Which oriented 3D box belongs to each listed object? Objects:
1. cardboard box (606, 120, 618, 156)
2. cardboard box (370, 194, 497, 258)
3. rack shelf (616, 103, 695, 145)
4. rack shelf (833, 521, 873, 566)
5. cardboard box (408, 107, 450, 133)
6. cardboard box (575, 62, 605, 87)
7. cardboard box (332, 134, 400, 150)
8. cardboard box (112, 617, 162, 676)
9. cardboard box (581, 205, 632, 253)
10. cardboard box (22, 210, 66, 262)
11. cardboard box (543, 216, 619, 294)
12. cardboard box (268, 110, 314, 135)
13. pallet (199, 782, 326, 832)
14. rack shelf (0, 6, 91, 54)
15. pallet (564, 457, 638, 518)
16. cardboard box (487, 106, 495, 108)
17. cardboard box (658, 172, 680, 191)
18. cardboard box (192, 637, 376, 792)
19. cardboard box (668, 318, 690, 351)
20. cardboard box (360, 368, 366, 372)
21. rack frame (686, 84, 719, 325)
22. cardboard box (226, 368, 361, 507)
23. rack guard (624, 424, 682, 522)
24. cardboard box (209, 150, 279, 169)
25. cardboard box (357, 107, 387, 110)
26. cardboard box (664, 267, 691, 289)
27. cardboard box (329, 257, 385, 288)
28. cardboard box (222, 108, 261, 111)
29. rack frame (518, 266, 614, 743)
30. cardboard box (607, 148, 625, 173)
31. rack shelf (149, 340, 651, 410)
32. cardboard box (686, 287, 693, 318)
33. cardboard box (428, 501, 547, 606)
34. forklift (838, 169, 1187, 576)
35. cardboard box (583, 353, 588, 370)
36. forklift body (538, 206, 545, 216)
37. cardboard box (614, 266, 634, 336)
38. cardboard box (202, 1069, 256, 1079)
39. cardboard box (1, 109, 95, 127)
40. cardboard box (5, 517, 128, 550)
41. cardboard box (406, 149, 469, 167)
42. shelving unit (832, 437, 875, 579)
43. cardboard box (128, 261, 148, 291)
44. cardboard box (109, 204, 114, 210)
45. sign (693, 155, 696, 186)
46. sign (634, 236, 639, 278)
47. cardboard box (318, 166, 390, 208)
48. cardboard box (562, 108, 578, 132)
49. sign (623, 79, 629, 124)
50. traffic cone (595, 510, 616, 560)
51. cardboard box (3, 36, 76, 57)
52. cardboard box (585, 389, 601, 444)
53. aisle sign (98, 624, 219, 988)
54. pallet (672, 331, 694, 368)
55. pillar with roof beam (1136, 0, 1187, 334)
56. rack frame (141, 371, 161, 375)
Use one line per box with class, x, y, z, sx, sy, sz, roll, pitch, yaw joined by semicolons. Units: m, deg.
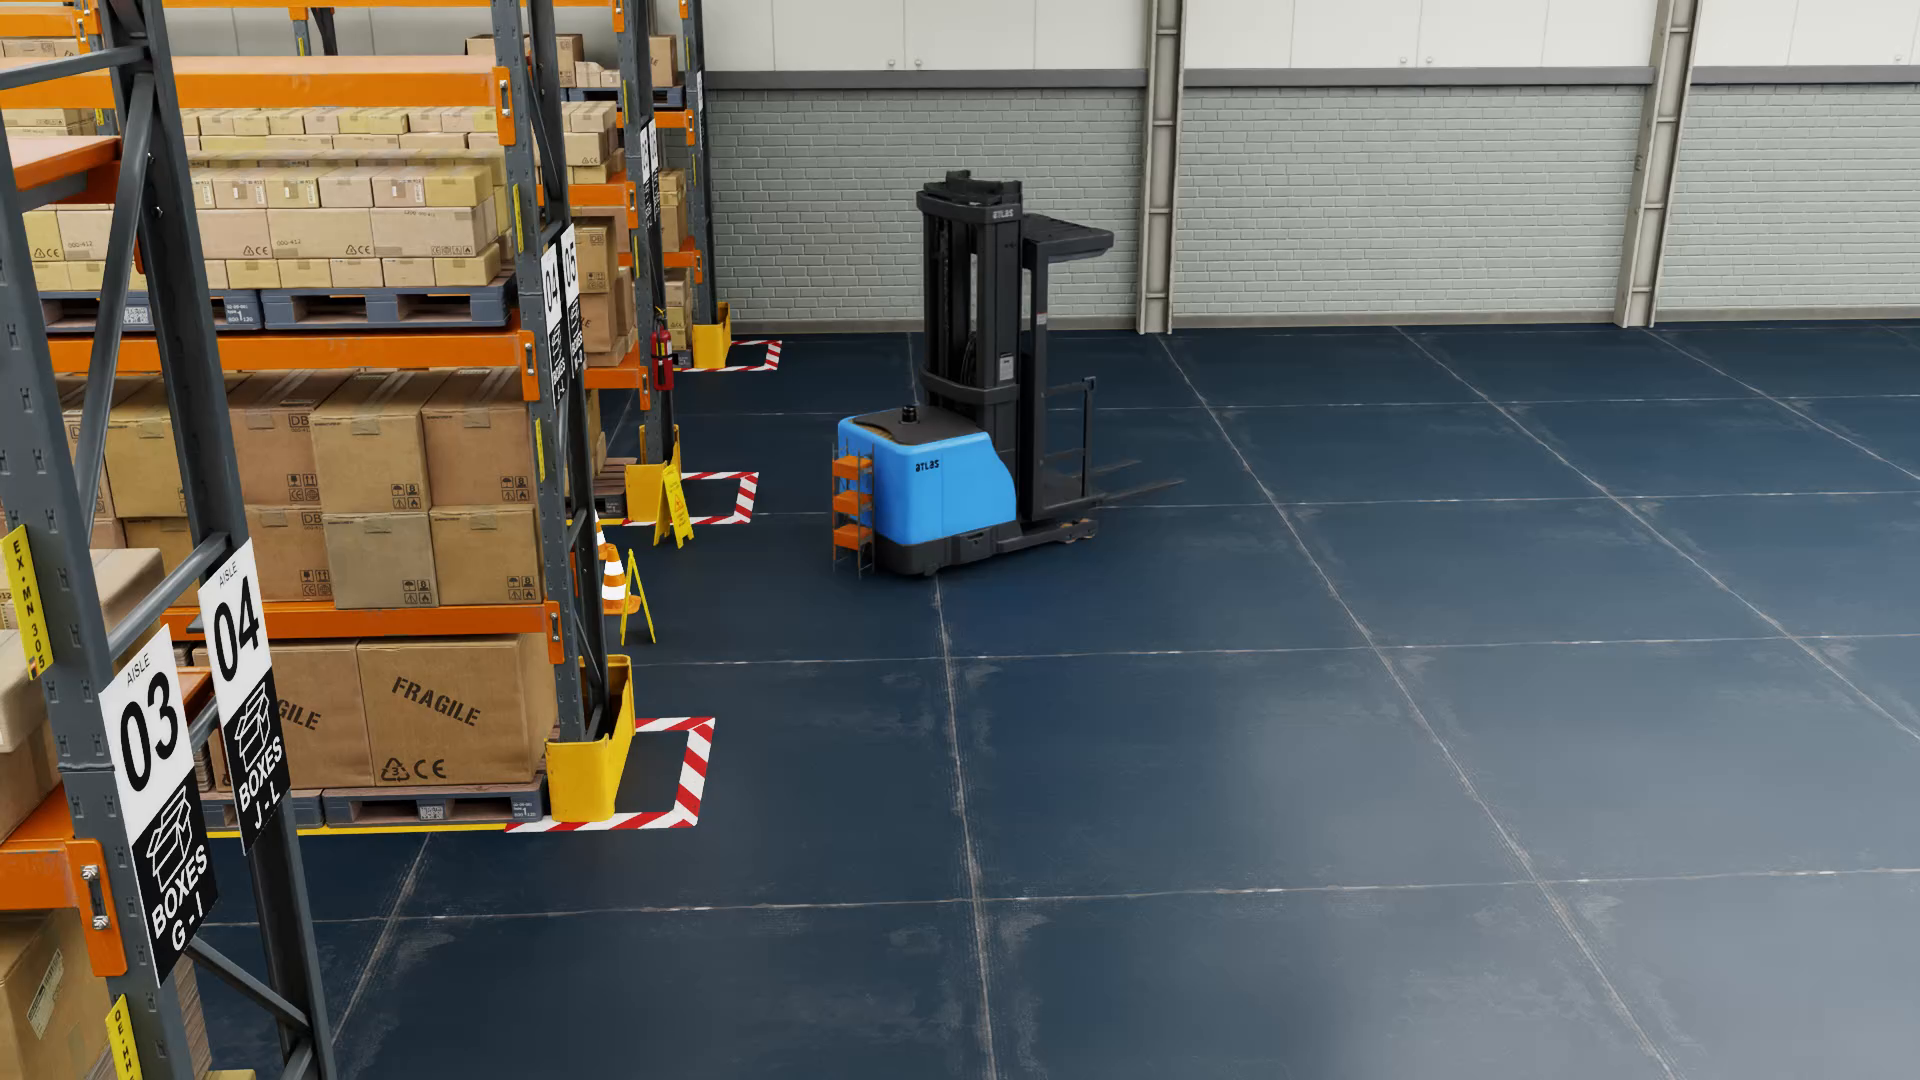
cardboard box;-3.107;-3.322;13.707;0.500;0.250;0.500;-2;21;-4
cardboard box;-2.679;-1.615;8.492;0.500;0.250;0.500;-1;21;-2
rack shelf;-4.873;-4.555;18.163;4.000;0.370;1.077;-1;21;-3
rack shelf;-0.822;0.027;12.879;0.240;0.259;0.215;14;25;30
cardboard box;-4.187;-3.323;13.150;0.250;0.149;0.380;-2;21;-5
cardboard box;-3.940;-4.982;17.732;0.258;0.266;0.396;-1;21;-3
cardboard box;-4.609;-3.098;13.119;0.500;0.250;0.500;-1;21;-3
cardboard box;-2.520;0.340;4.507;0.500;0.250;0.500;-1;21;-1
cardboard box;-3.872;-3.466;18.368;0.500;0.500;0.500;-1;21;-1
cardboard box;-4.688;-1.574;8.386;0.500;0.250;0.500;-1;21;-4
cardboard box;-3.087;-2.331;13.565;0.500;0.500;0.700;-2;21;-4
cardboard box;-5.219;-3.269;13.009;0.250;0.149;0.380;-2;21;-5
pallet;-4.215;1.361;9.750;1.213;0.211;1.003;-1;21;-3
rack shelf;-8.580;-3.925;12.856;4.000;0.370;1.077;-1;21;-3
pallet;-3.479;-0.458;14.527;1.213;0.211;1.003;-1;21;-3
cardboard box;-3.715;-3.516;13.657;0.250;0.149;0.380;-1;21;-3
cardboard box;-3.222;-3.936;18.274;0.250;0.149;0.380;-1;21;-3
cardboard box;-3.758;0.843;9.588;0.875;0.875;0.875;-1;21;-4
cardboard box;-3.328;-2.319;18.771;0.500;0.250;0.500;-1;21;-3
cardboard box;-4.973;-1.483;13.653;0.250;0.149;0.380;-1;21;-3
rack frame;-2.877;-3.530;18.676;0.127;3.000;1.000;-1;21;-3
cardboard box;-3.690;-0.584;9.211;0.550;0.550;0.875;-1;21;-3
rack guard;-2.666;-0.597;14.485;0.348;0.500;1.175;-1;21;-3
cardboard box;-3.827;-1.991;8.921;0.250;0.149;0.380;-1;21;-4
cardboard box;-4.737;-3.492;13.593;0.250;0.149;0.380;-1;21;-2
cardboard box;-3.367;-2.966;19.063;0.500;0.250;0.500;-1;21;-4
cardboard box;-3.027;-1.400;8.489;0.250;0.149;0.380;-1;21;-2
cardboard box;-5.759;-3.432;13.437;0.250;0.149;0.380;-1;21;-2
rack frame;-2.206;-0.010;9.432;0.127;3.000;1.000;-1;21;-3
cardboard box;-2.939;-3.159;13.841;0.250;0.149;0.380;-1;21;-3
rack shelf;-4.586;-1.390;14.066;4.000;0.370;1.077;-1;21;-3
cardboard box;-3.358;-2.739;19.170;0.500;0.250;0.500;-1;21;-2
cardboard box;-2.574;-0.057;9.343;0.550;0.550;0.875;-1;21;-3
forklift;0.527;-1.479;13.387;3.031;2.935;1.130;-14;25;-32
cardboard box;-3.197;-1.521;13.753;0.250;0.149;0.380;-1;21;-4
forklift body;-4.666;-2.446;17.024;1.214;2.155;2.313;-1;21;-3
cardboard box;-3.078;-2.041;14.208;0.500;0.500;0.500;-1;21;-4
cardboard box;-2.322;1.792;5.050;0.250;0.149;0.380;-1;21;-3
cardboard box;-7.155;-3.390;13.011;0.500;0.250;0.500;-1;21;-2
cardboard box;-4.738;0.001;9.192;0.550;0.550;0.875;-1;21;-3
cardboard box;-2.808;-2.012;8.975;0.250;0.149;0.380;-1;21;-3
shelving unit;-0.818;-0.242;12.775;0.252;1.050;0.215;14;25;30
cardboard box;-4.042;-1.380;8.435;0.250;0.149;0.380;-1;21;-2
cardboard box;-4.046;-1.752;8.292;0.250;0.149;0.380;-1;21;-3
sign;-2.860;-3.988;17.921;0.005;0.325;0.100;-1;21;-3
sign;-2.578;-2.258;13.264;0.005;0.325;0.100;-1;21;-3
cardboard box;-3.028;-1.773;8.348;0.250;0.149;0.380;-1;21;-2
cardboard box;-3.170;-3.320;13.143;0.250;0.149;0.380;-1;21;-2
sign;-2.578;-3.384;12.835;0.005;0.325;0.100;-1;21;-3
traffic cone;-2.945;-0.114;13.270;0.334;0.463;0.336;-1;21;-3
cardboard box;-9.629;-5.033;17.537;0.500;0.500;0.700;-2;21;-4
cardboard box;-3.434;-1.109;14.539;0.500;0.500;0.500;-2;21;-5
aisle sign;-1.945;0.644;4.059;0.004;0.787;0.394;-1;21;-3
pallet;-3.638;-2.196;19.092;1.213;0.211;1.003;-1;21;-3
pillar with roof beam;2.613;-5.232;14.716;0.400;9.000;9.100;-1;21;-3
rack frame;-6.583;-1.685;13.831;0.127;3.000;1.000;-1;21;-3
